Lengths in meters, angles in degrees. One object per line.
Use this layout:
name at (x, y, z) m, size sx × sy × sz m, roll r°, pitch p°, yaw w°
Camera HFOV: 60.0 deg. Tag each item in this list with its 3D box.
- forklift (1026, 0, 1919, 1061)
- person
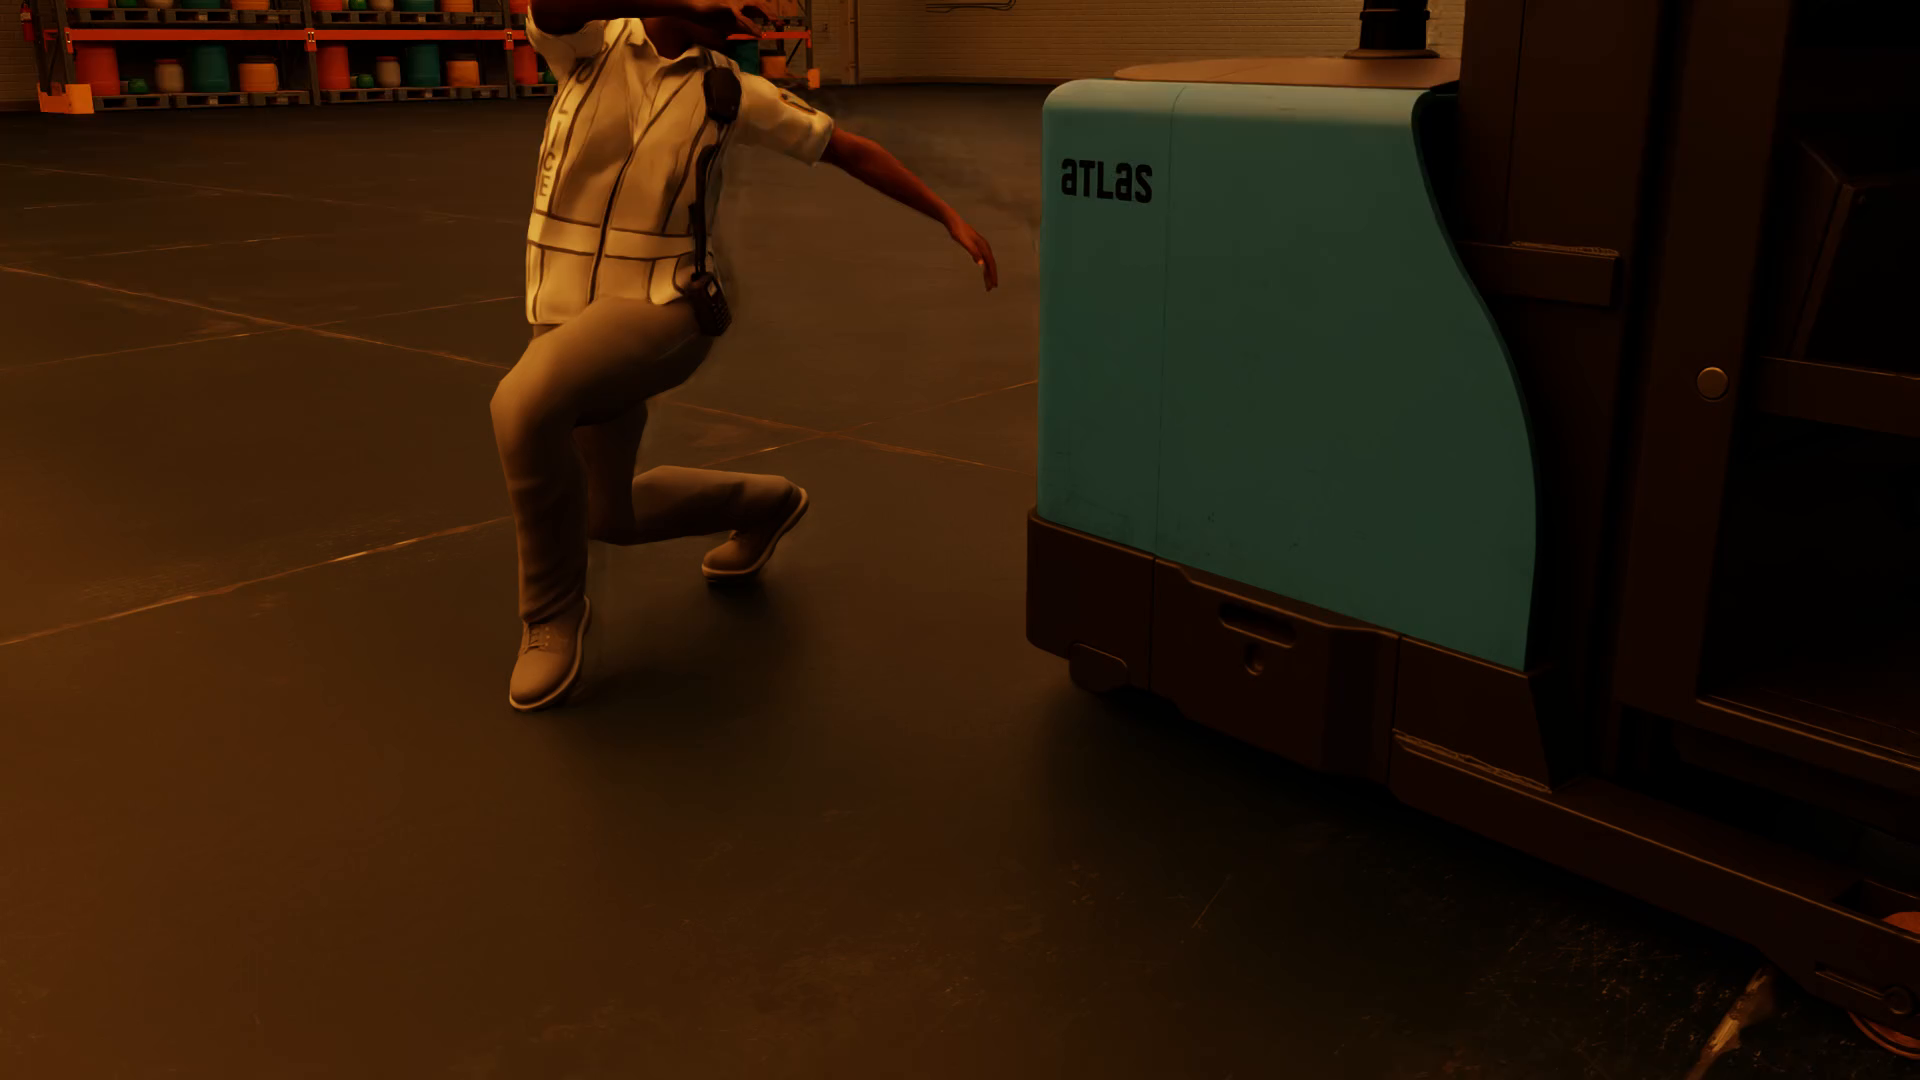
forklift at (1.454, -0.918, 1.920) m, size 1.130 × 2.935 × 3.031 m, roll -14°, pitch 22°, yaw -38°
person at (-0.429, -0.463, 3.115) m, size 0.849 × 1.383 × 0.950 m, roll 5°, pitch 18°, yaw 16°
